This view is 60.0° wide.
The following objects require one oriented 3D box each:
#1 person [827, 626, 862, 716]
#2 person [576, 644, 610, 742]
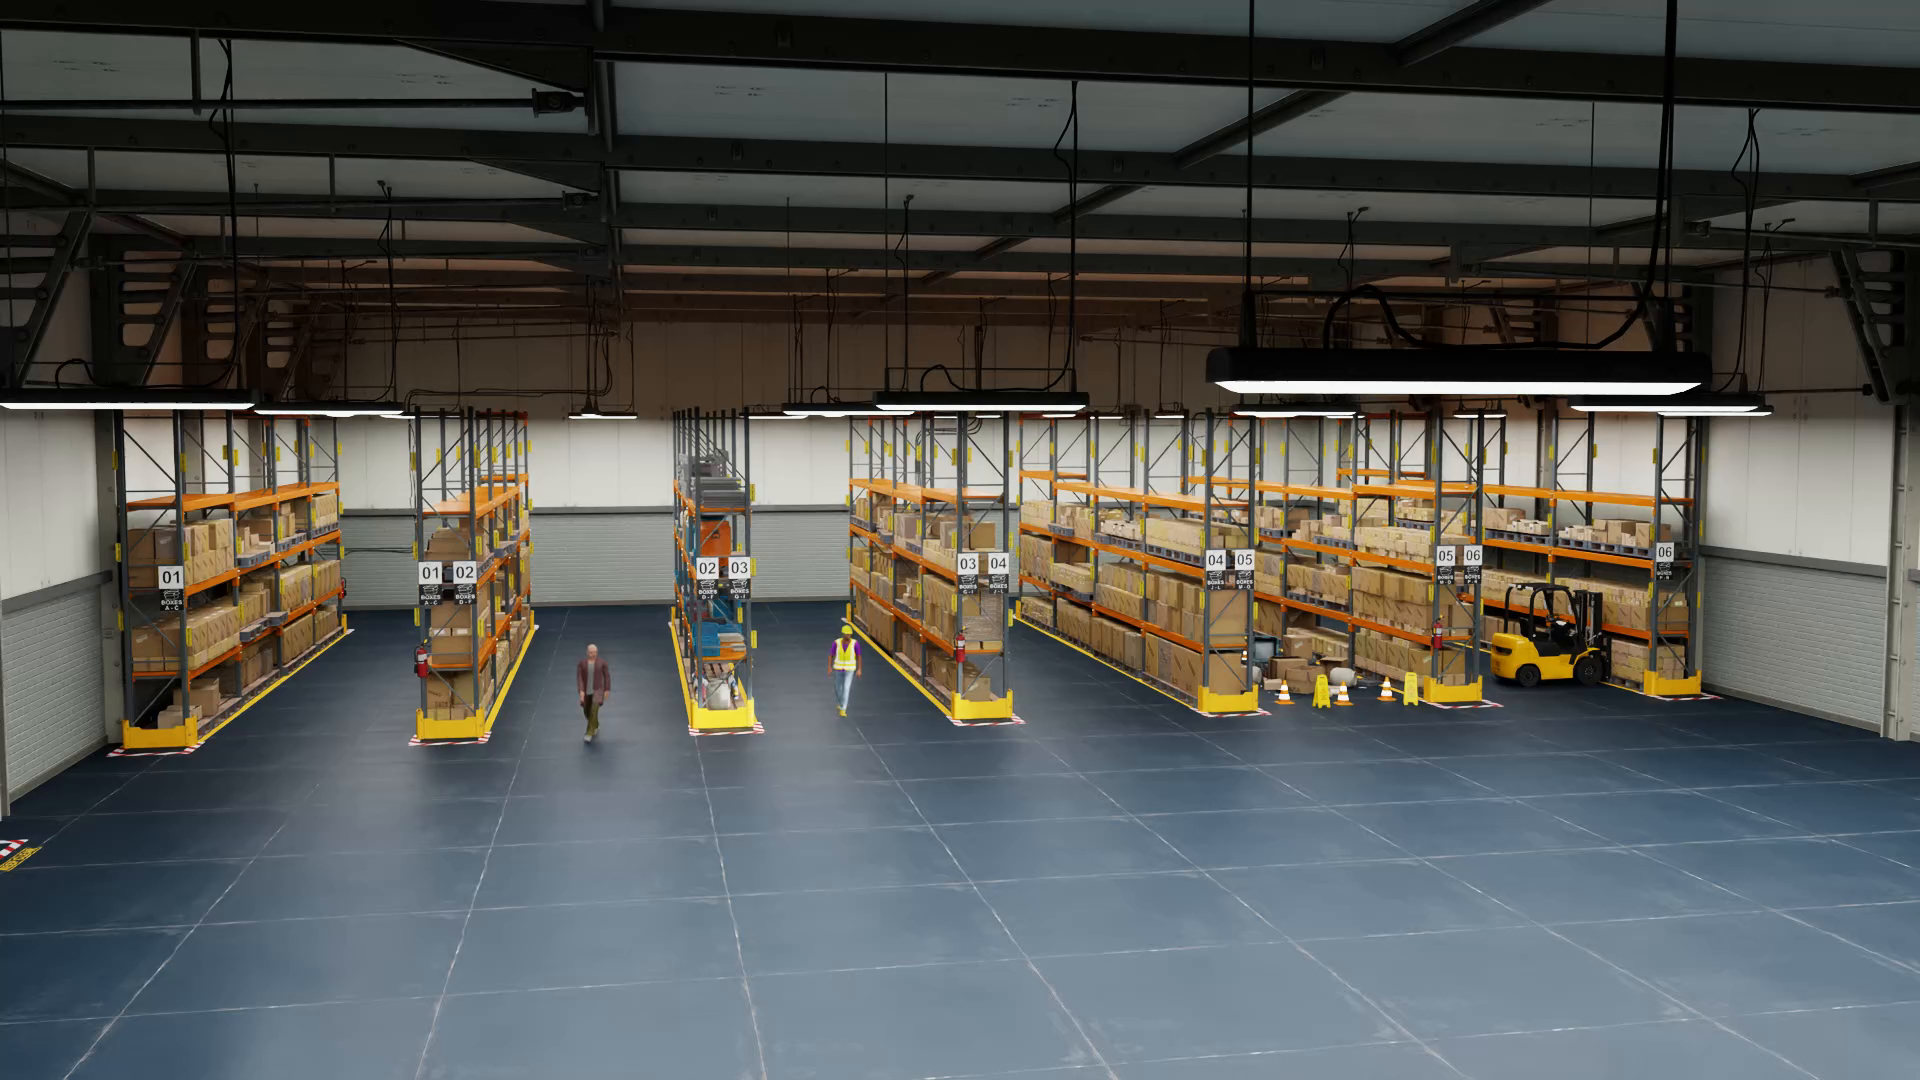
[{"bbox_3d":[-2.265,2.544,32.598,0.659,1.732,0.913,0,4,0],"label":"person"},{"bbox_3d":[-6.628,2.732,29.940,0.568,1.705,1.164,0,4,2],"label":"person"}]
